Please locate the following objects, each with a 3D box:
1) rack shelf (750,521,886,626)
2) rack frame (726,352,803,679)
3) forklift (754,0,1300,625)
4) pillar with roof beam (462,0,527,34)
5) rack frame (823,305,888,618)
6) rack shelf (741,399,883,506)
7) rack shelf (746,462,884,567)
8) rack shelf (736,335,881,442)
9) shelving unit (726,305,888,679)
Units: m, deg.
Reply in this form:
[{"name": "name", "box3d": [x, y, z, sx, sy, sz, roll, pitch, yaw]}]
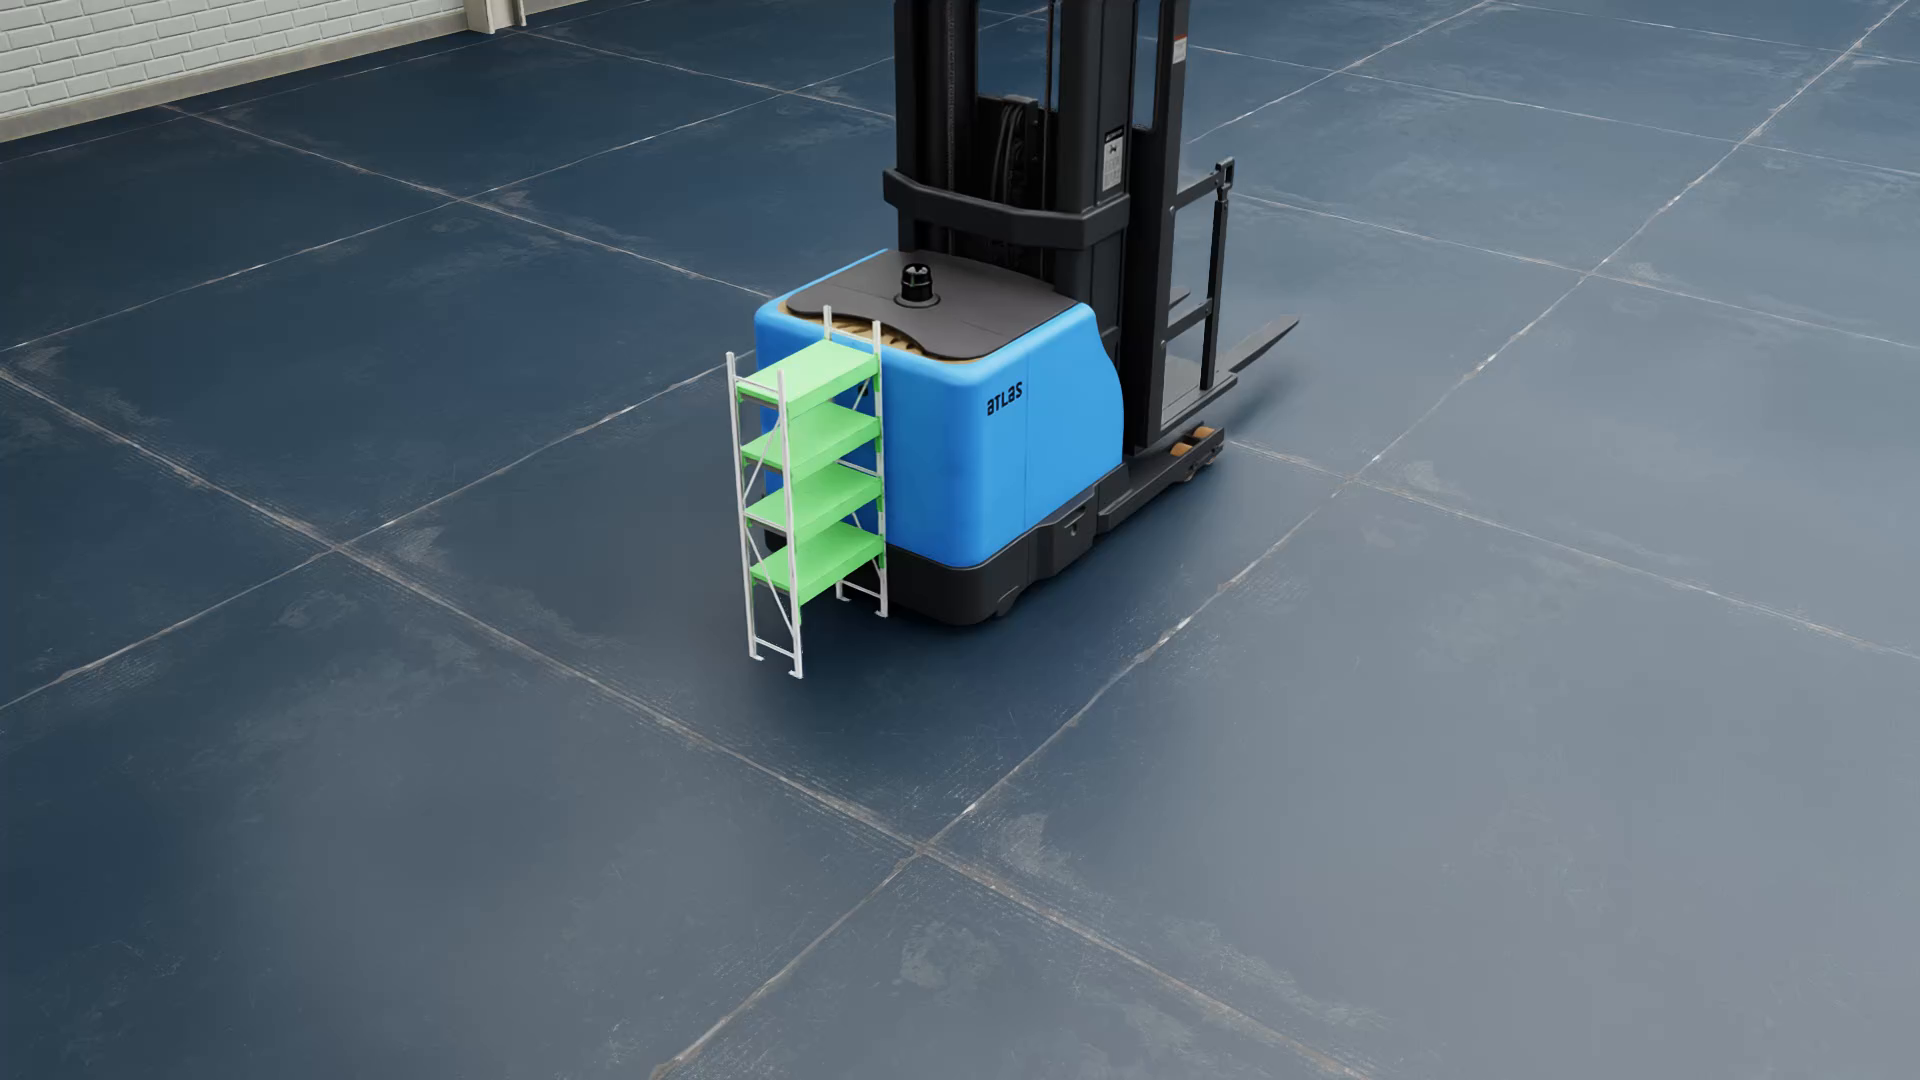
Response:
[{"name": "rack shelf", "box3d": [-0.517, 0.101, 5.999, 0.258, 0.148, 0.480, 21, 36, 31]}, {"name": "rack frame", "box3d": [-0.662, -0.060, 5.675, 0.240, 1.200, 0.015, 21, 36, 31]}, {"name": "forklift", "box3d": [0.505, -1.645, 6.650, 1.130, 2.935, 3.031, 21, 36, 31]}, {"name": "pillar with roof beam", "box3d": [-0.492, -6.894, 9.556, 9.100, 9.000, 0.400, 21, 37, 31]}, {"name": "rack frame", "box3d": [-0.373, -0.261, 6.013, 0.240, 1.200, 0.015, 21, 36, 31]}, {"name": "rack shelf", "box3d": [-0.517, -0.312, 5.754, 0.258, 0.148, 0.480, 21, 36, 31]}, {"name": "rack shelf", "box3d": [-0.517, -0.105, 5.876, 0.258, 0.148, 0.480, 21, 36, 31]}, {"name": "rack shelf", "box3d": [-0.517, -0.518, 5.632, 0.258, 0.148, 0.480, 21, 36, 31]}, {"name": "shelving unit", "box3d": [-0.517, -0.160, 5.844, 0.258, 1.200, 0.503, 21, 36, 31]}]
